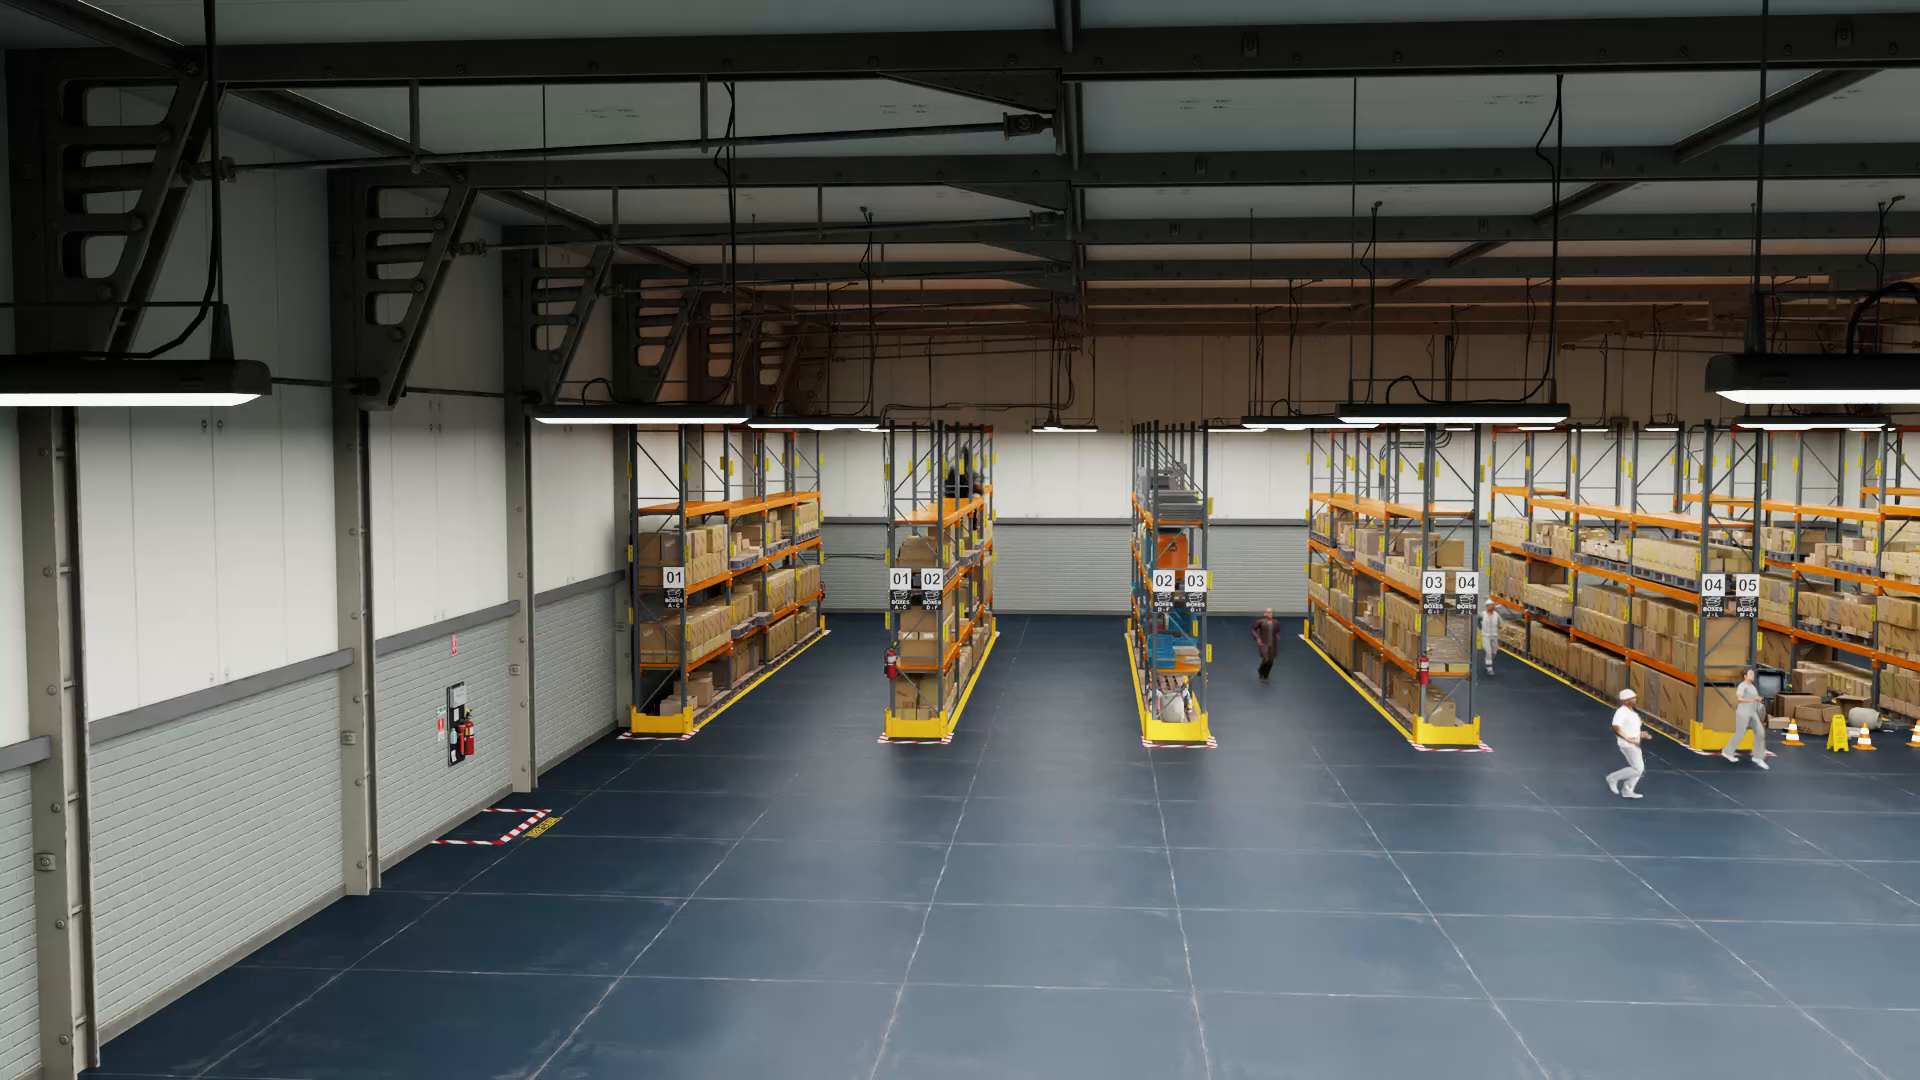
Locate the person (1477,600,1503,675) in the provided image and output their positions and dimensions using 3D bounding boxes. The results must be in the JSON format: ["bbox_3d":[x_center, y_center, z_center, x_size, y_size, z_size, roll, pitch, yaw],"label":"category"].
[{"bbox_3d":[12.644,2.312,39.731,0.667,1.768,0.963,0,4,0],"label":"person"}]

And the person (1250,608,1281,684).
[{"bbox_3d":[7.057,2.432,38.089,0.680,1.746,0.691,-1,4,-13],"label":"person"}]

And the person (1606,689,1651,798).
[{"bbox_3d":[10.516,3.205,26.161,0.606,1.718,0.698,2,4,33],"label":"person"}]

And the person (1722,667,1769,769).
[{"bbox_3d":[13.583,3.057,28.746,0.566,1.723,0.761,-2,4,-33],"label":"person"}]

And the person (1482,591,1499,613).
[{"bbox_3d":[15.255,1.915,47.596,0.648,1.677,0.677,1,4,18],"label":"person"}]
